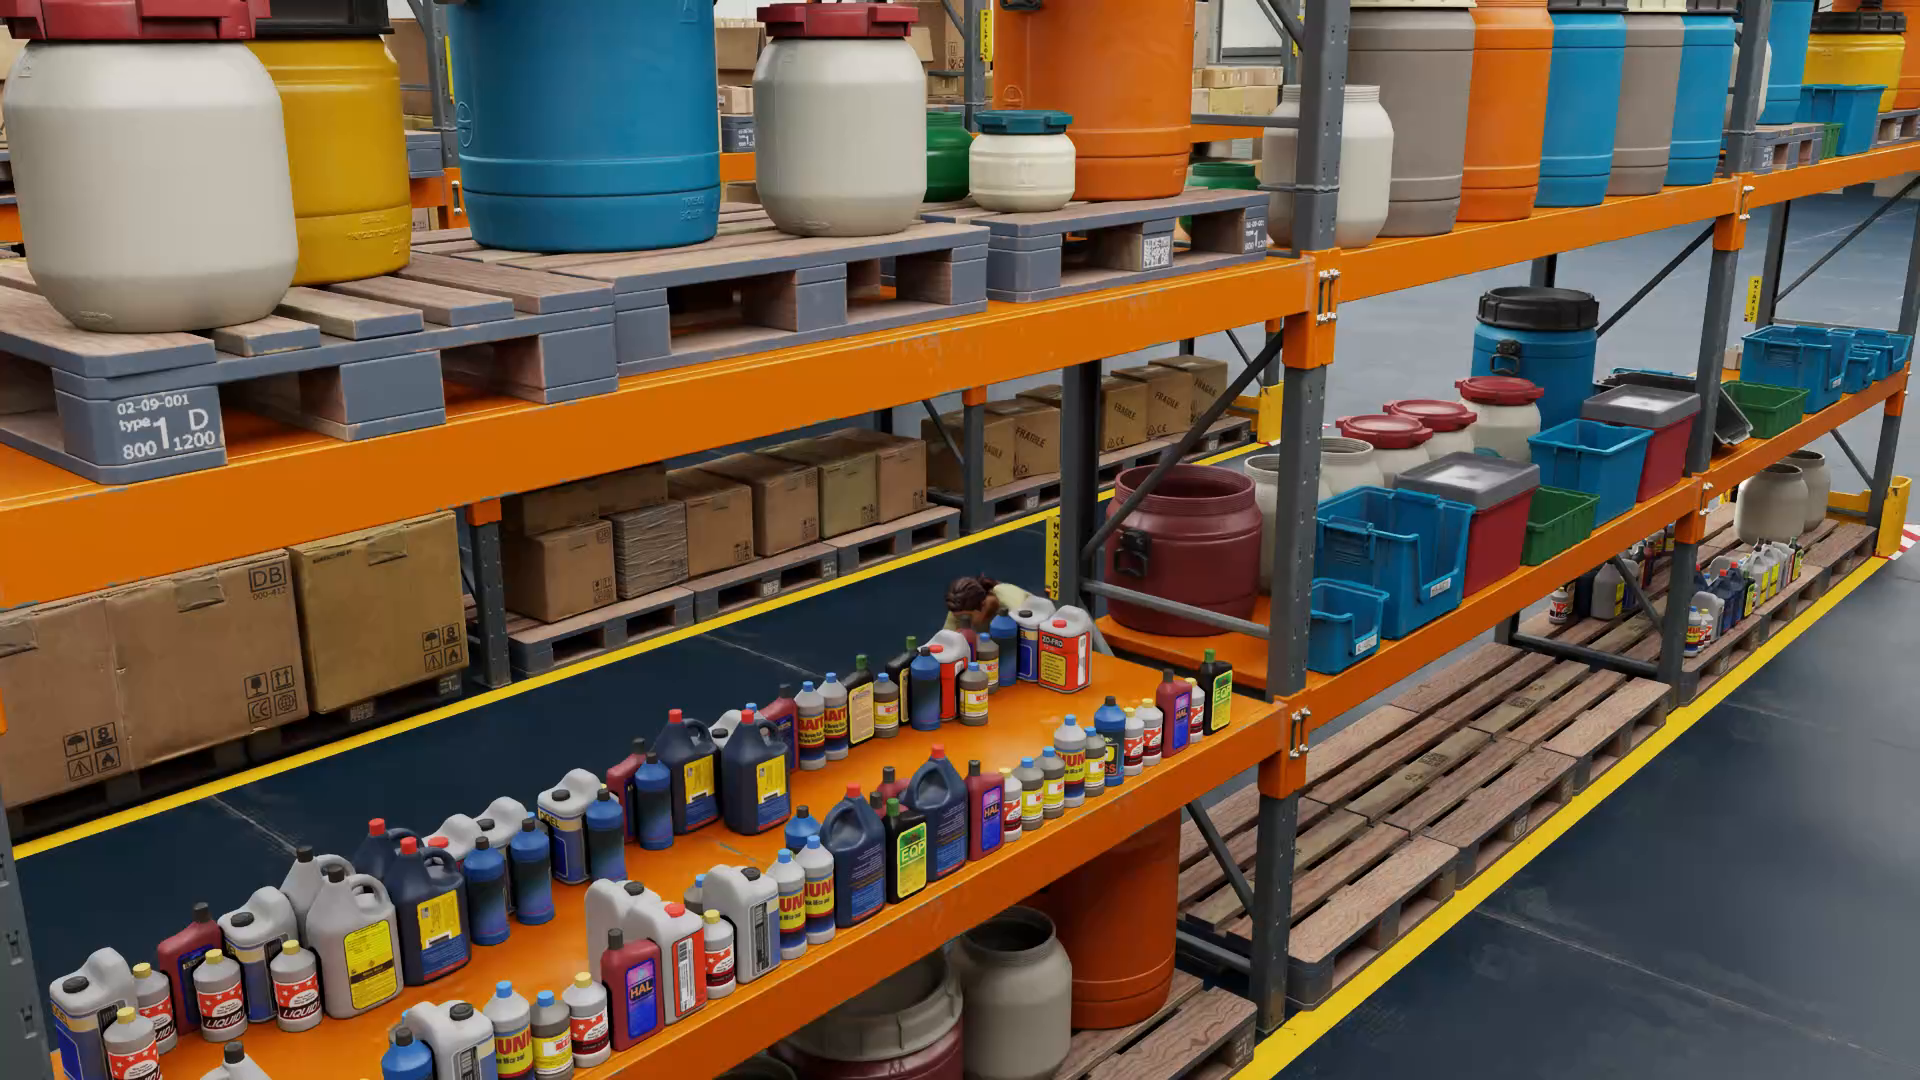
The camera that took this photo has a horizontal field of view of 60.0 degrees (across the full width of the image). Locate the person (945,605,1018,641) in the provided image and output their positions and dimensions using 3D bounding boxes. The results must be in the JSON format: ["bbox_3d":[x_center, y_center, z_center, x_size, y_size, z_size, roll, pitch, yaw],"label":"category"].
[{"bbox_3d":[0.138,0.704,8.370,0.457,0.756,0.864,14,22,38],"label":"person"}]
